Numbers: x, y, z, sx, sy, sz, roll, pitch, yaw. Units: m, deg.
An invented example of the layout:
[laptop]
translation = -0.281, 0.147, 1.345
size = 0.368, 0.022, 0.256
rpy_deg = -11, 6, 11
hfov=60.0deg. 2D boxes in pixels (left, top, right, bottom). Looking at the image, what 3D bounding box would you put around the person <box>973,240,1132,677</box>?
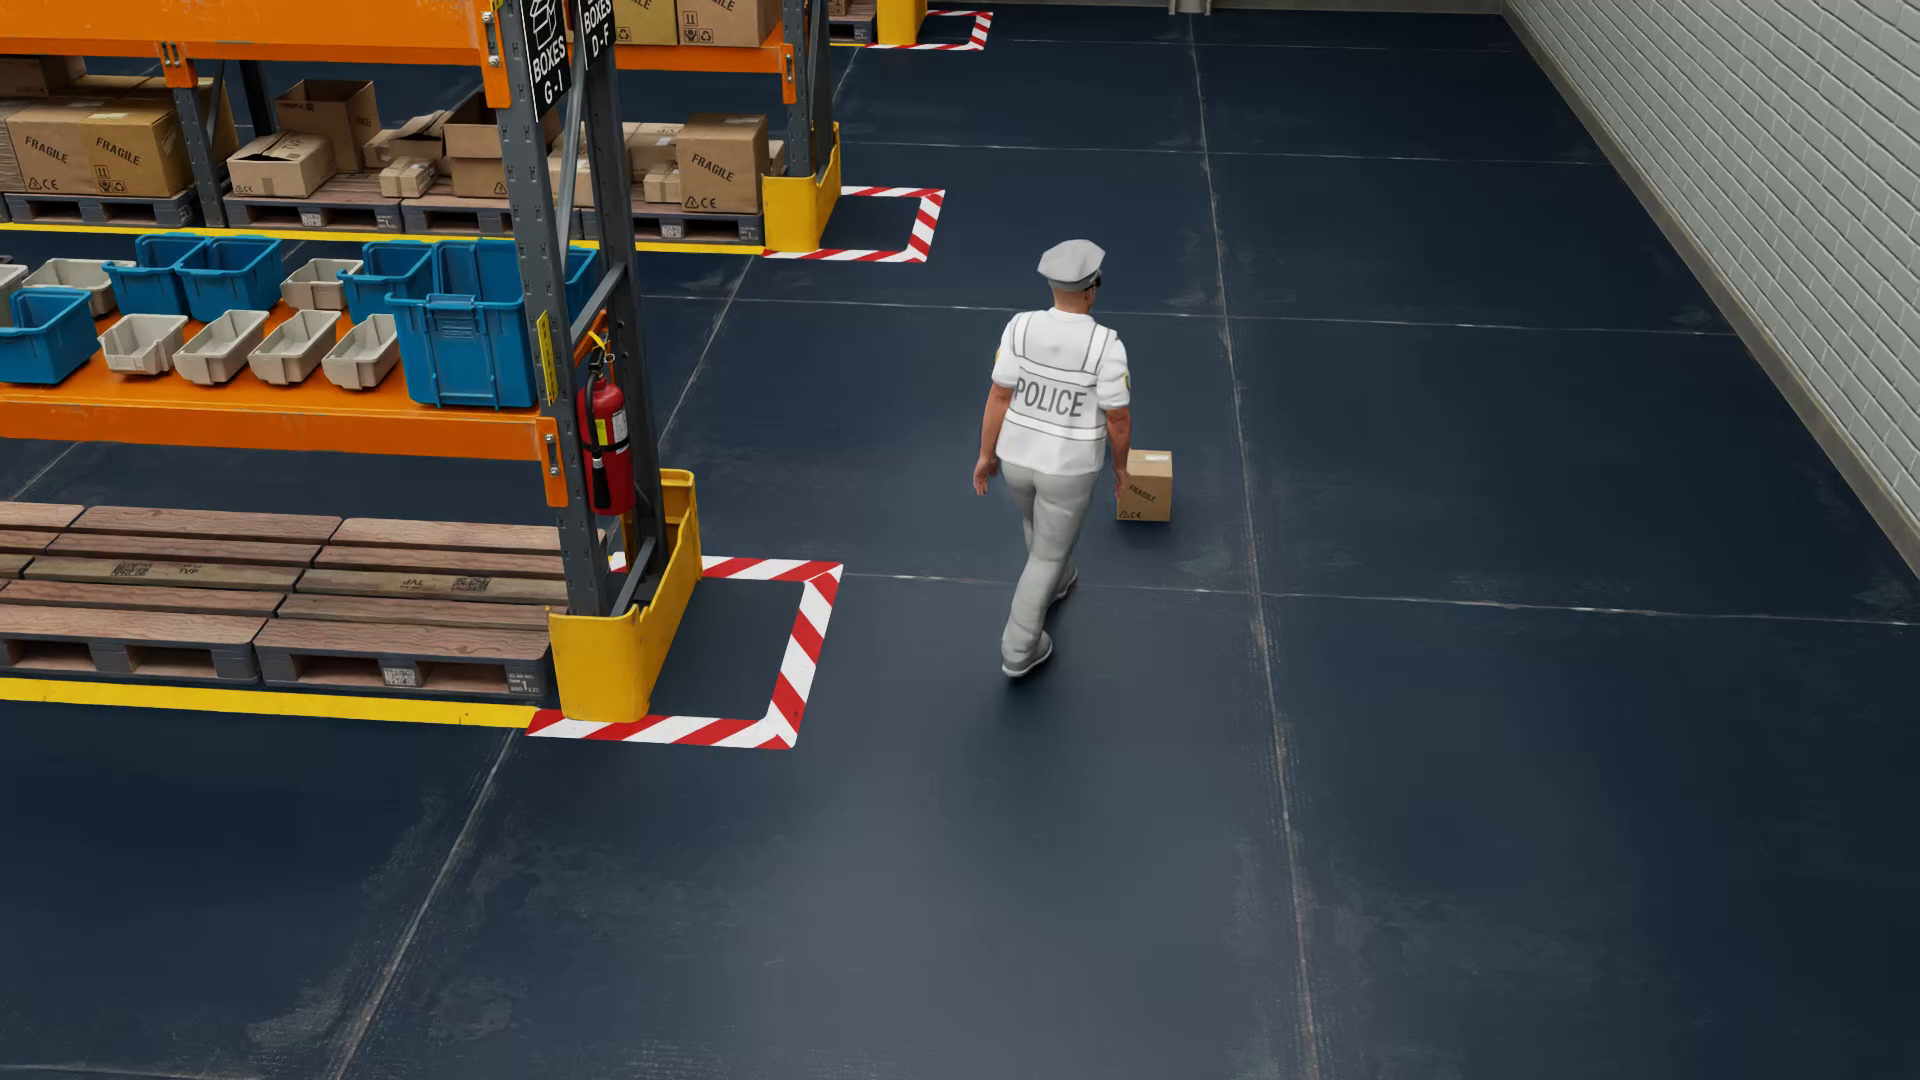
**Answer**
[person]
translation = 0.415, -0.359, 6.685
size = 0.569, 1.723, 0.912
rpy_deg = 18, 36, 27
